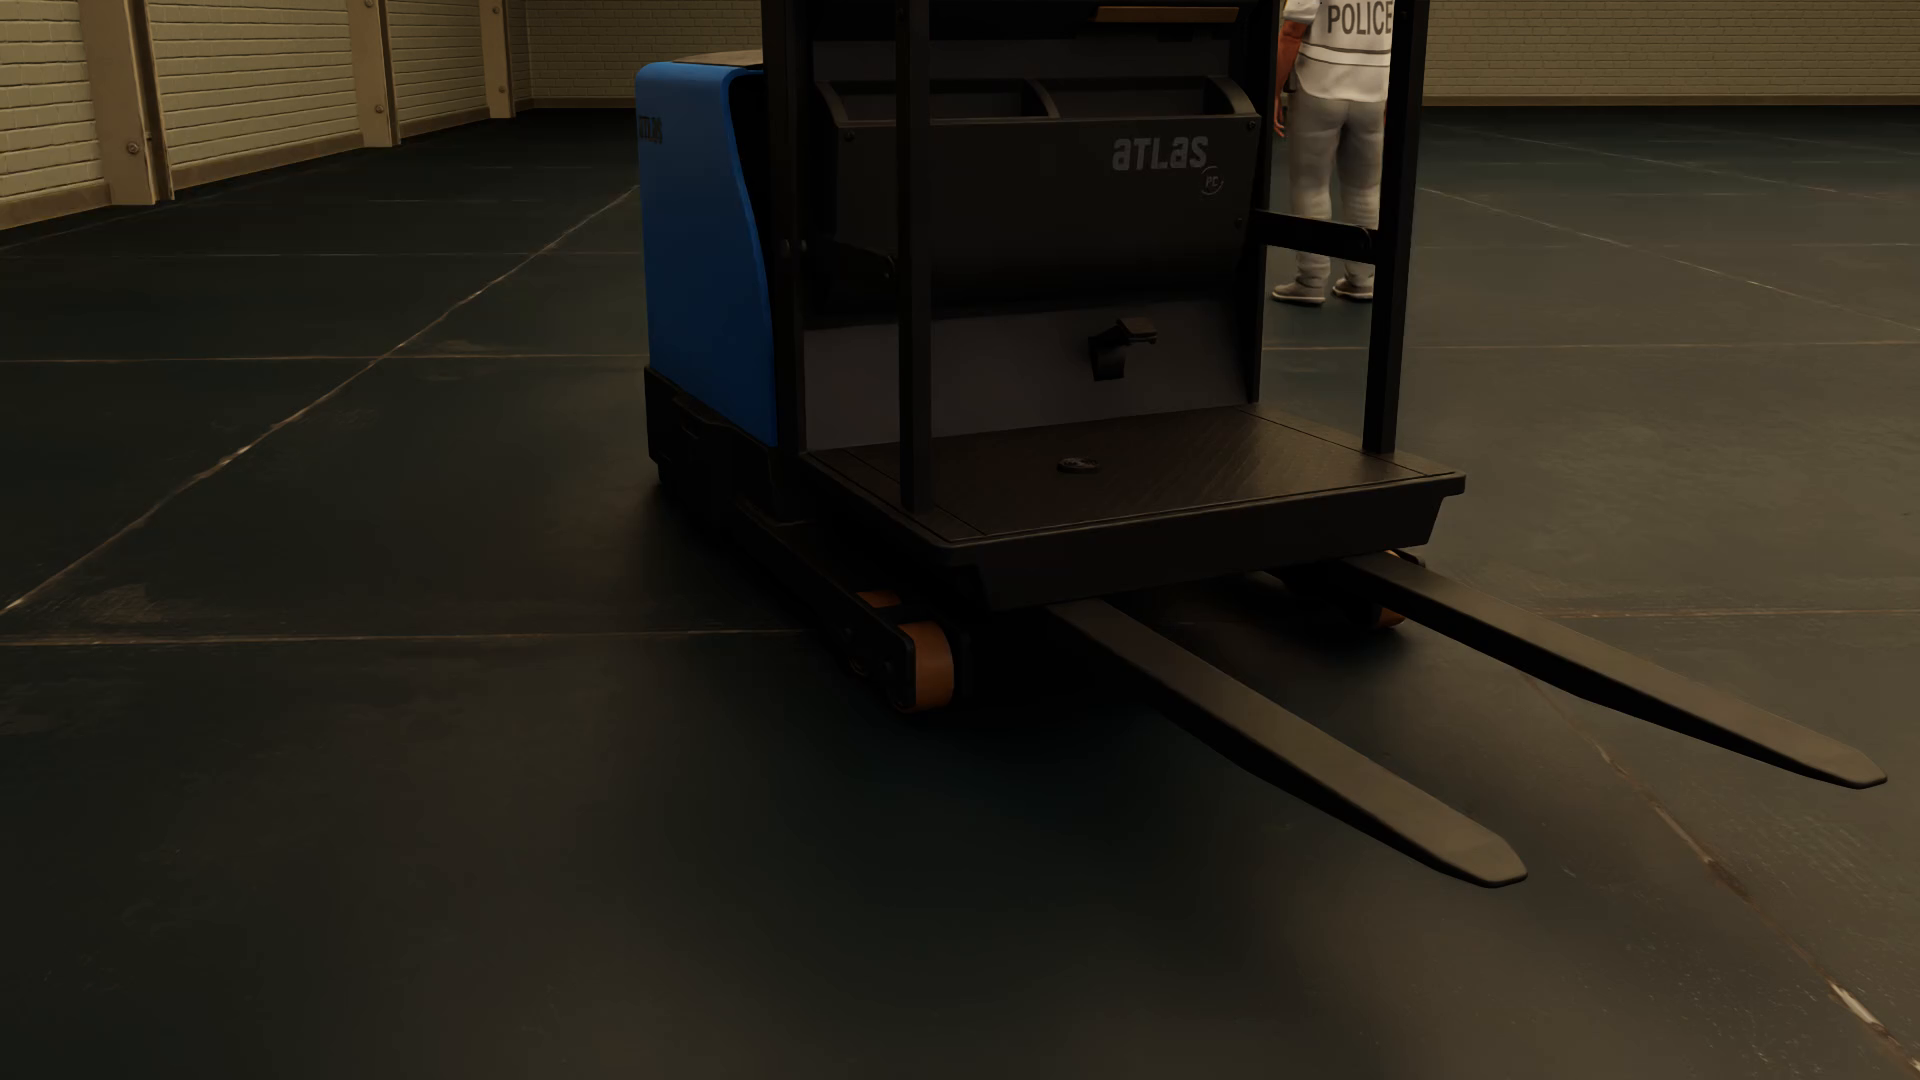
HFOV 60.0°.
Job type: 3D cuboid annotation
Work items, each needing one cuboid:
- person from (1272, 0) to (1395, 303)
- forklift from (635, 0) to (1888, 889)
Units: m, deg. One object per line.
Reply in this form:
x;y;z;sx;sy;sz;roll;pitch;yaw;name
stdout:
1.580;-1.898;7.091;0.628;1.778;0.548;-4;17;-13;person
0.258;-1.240;2.962;1.130;2.935;3.031;-8;19;-24;forklift
